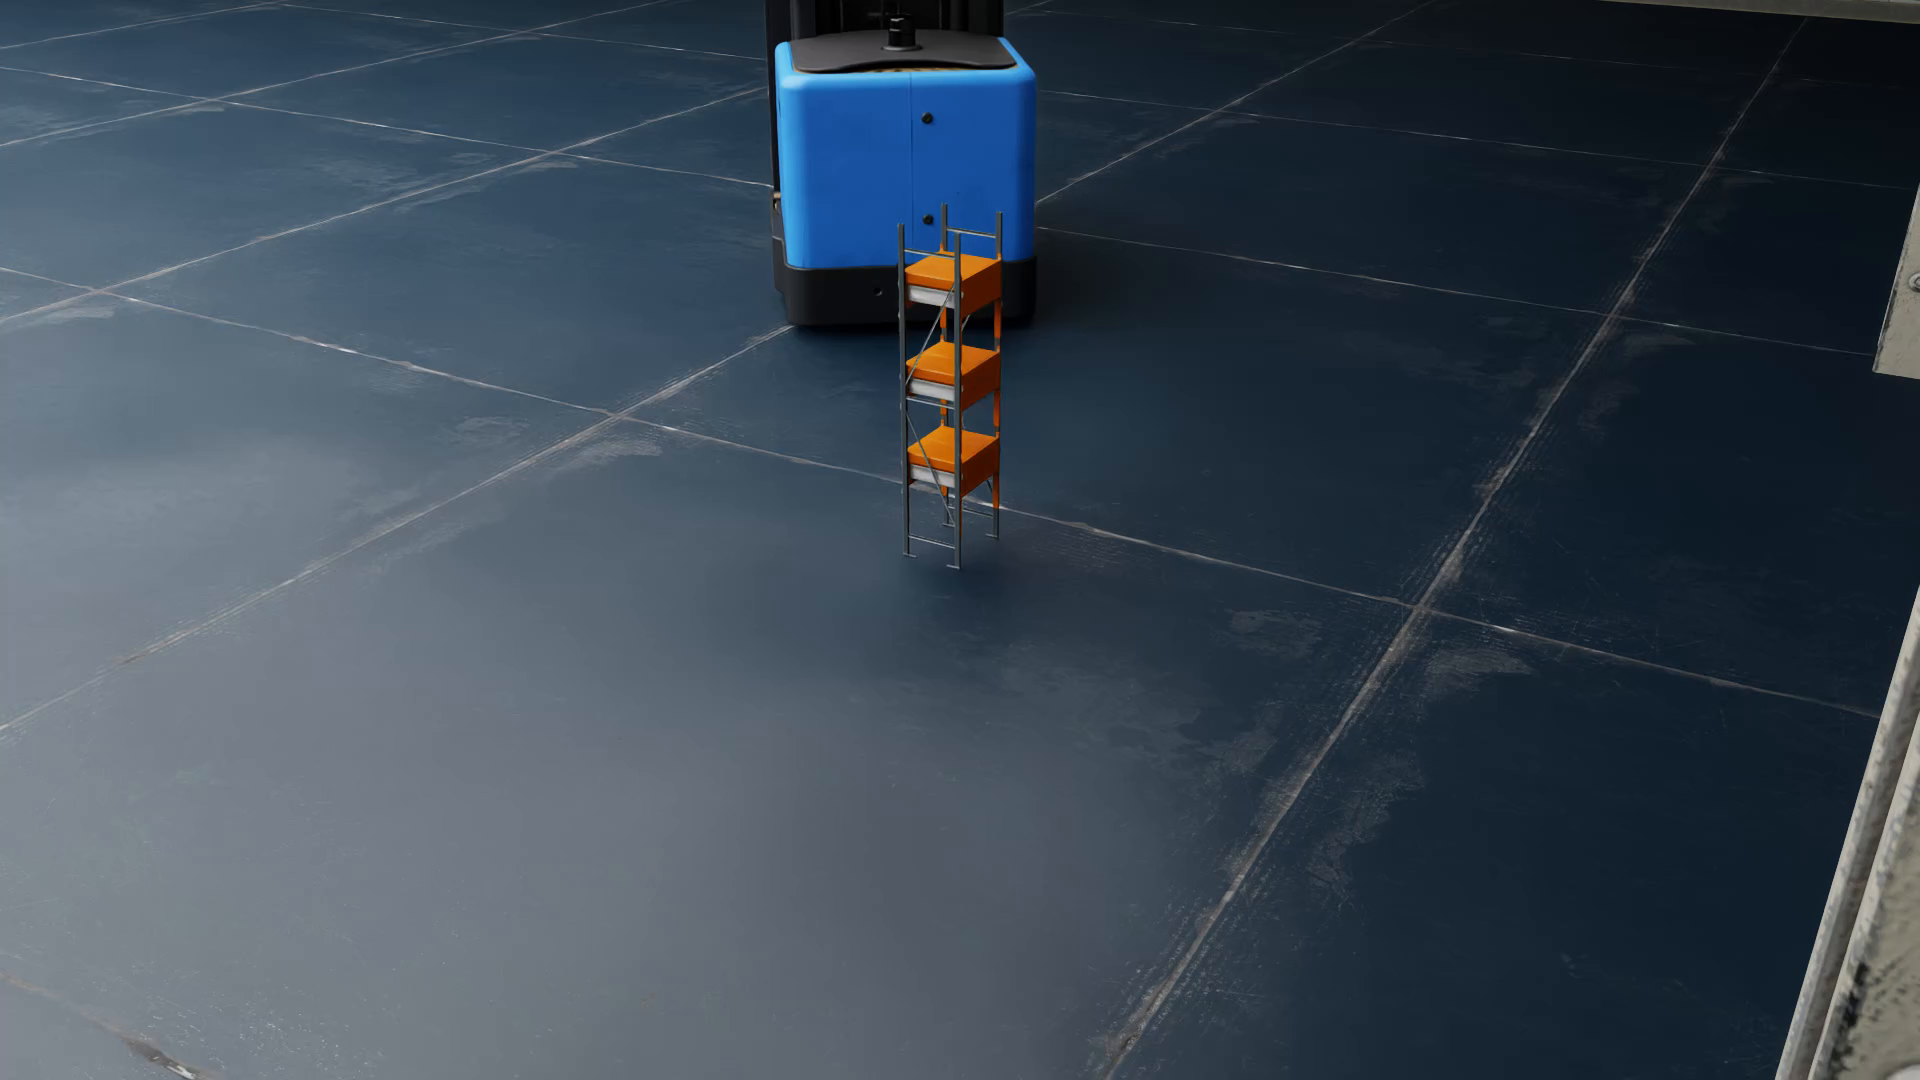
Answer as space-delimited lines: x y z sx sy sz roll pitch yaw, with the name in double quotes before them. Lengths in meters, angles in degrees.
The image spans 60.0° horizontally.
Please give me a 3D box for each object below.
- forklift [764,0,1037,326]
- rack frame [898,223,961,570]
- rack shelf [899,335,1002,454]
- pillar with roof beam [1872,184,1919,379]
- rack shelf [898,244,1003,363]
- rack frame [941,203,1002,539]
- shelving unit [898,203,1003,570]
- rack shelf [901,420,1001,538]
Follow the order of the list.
"forklift" -0.375 -2.826 7.621 1.130 2.935 3.031 -3 27 -6
"rack frame" -0.086 -0.401 4.878 0.200 1.050 0.008 14 30 26
"rack shelf" -0.026 -0.439 4.978 0.215 0.259 0.240 14 30 26
"pillar with roof beam" 0.094 -5.682 6.547 9.100 9.000 0.400 14 30 26
"rack shelf" -0.026 -0.693 4.851 0.215 0.259 0.240 14 30 26
"rack frame" 0.034 -0.496 5.068 0.200 1.050 0.008 14 30 26
"shelving unit" -0.026 -0.449 4.973 0.215 1.050 0.252 14 30 26
"rack shelf" -0.026 -0.191 5.102 0.215 0.259 0.240 14 30 26
